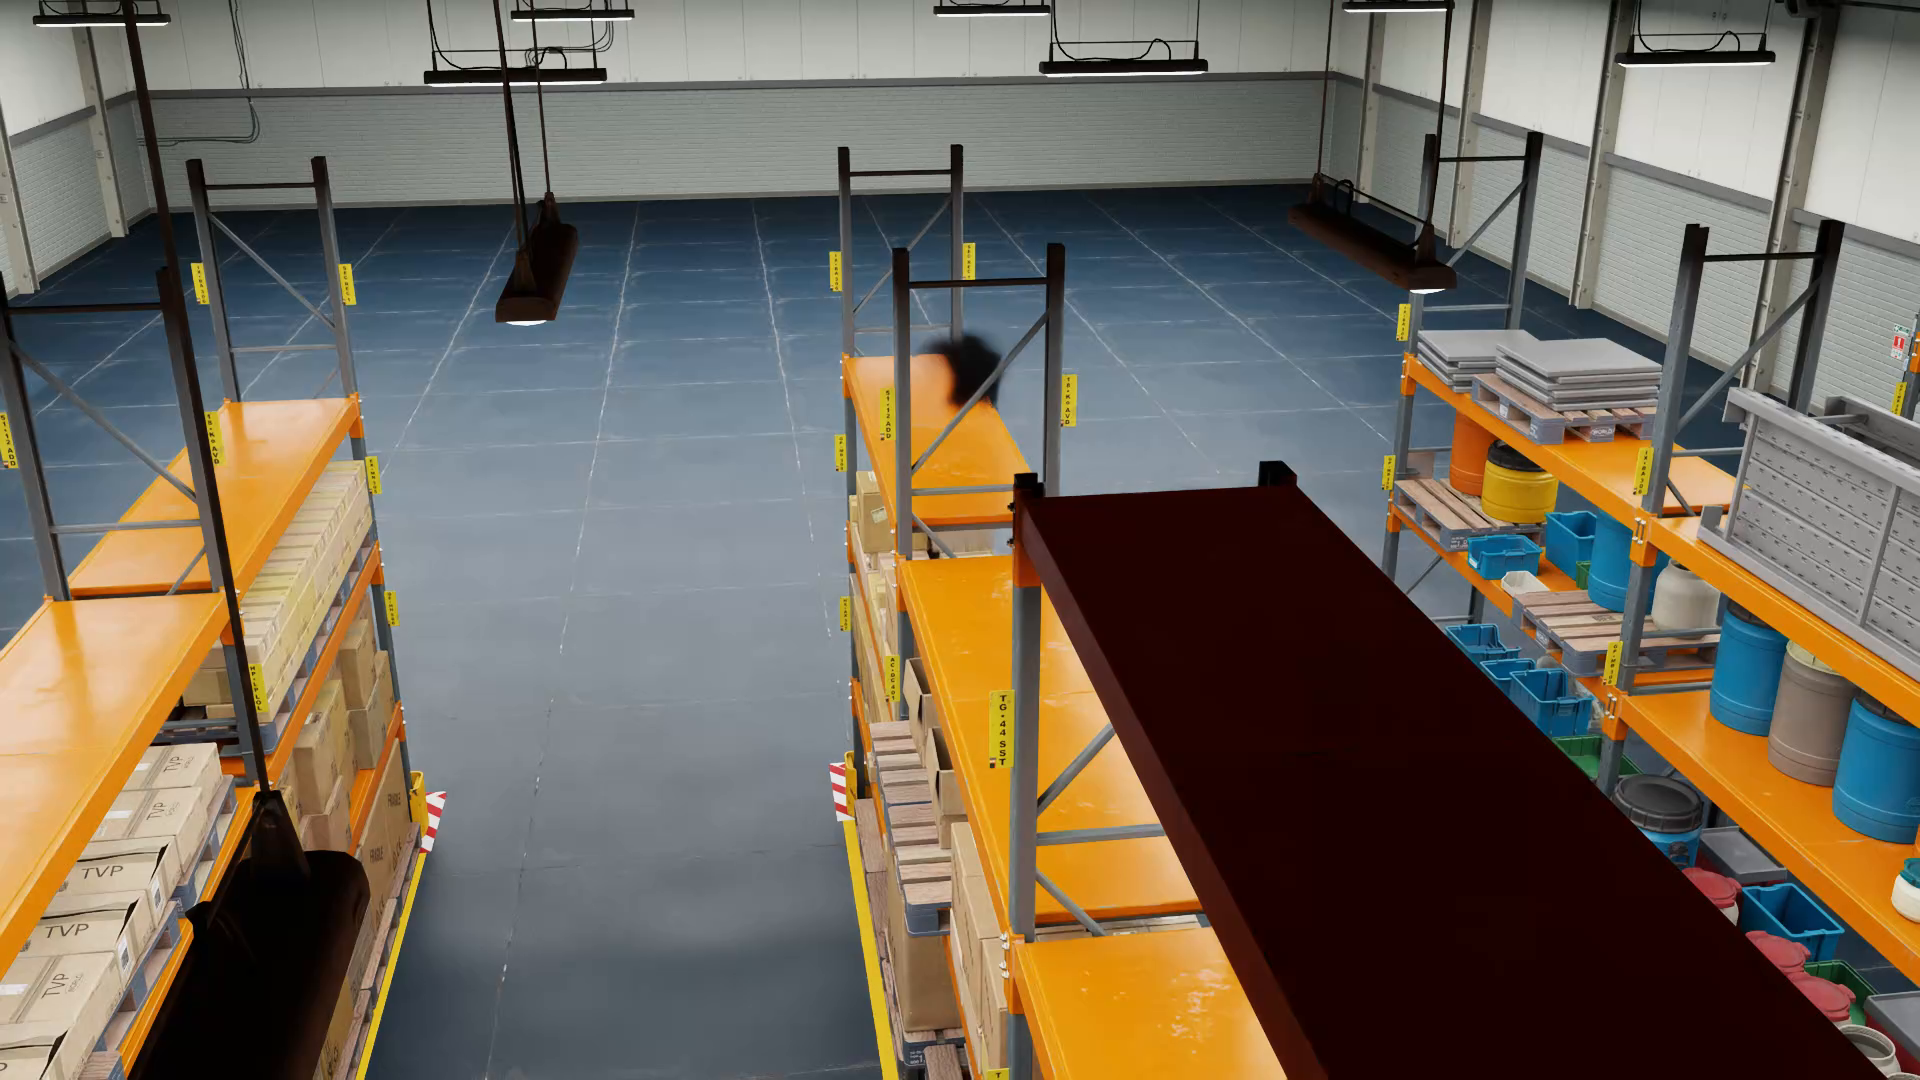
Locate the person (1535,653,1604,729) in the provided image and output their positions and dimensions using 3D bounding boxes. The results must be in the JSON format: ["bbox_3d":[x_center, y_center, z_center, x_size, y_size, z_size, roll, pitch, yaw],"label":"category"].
[{"bbox_3d":[6.026,1.205,16.543,0.948,1.610,0.646,12,25,28],"label":"person"}]
